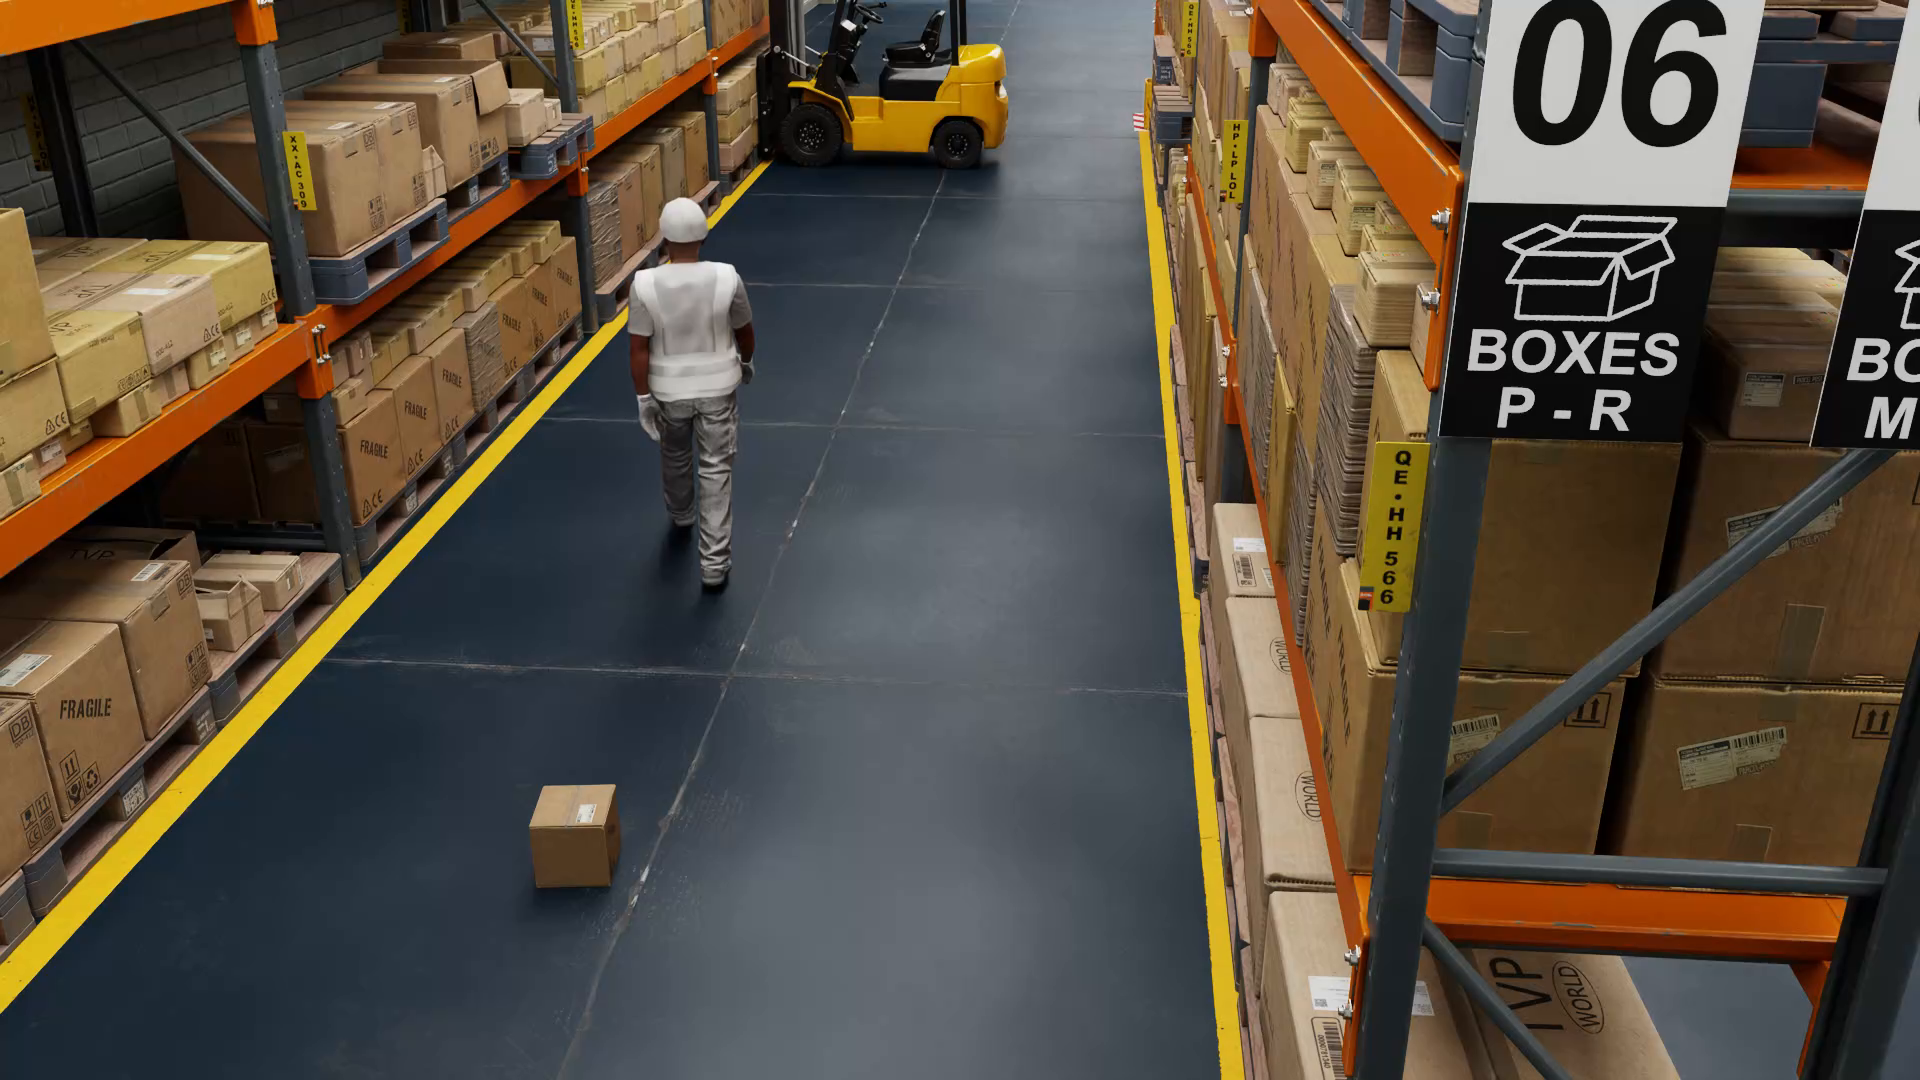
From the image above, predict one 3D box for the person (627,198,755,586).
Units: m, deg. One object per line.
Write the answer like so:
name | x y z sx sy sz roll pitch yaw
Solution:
person | -1.222 -0.768 7.739 0.549 1.726 0.996 -2 24 -5
